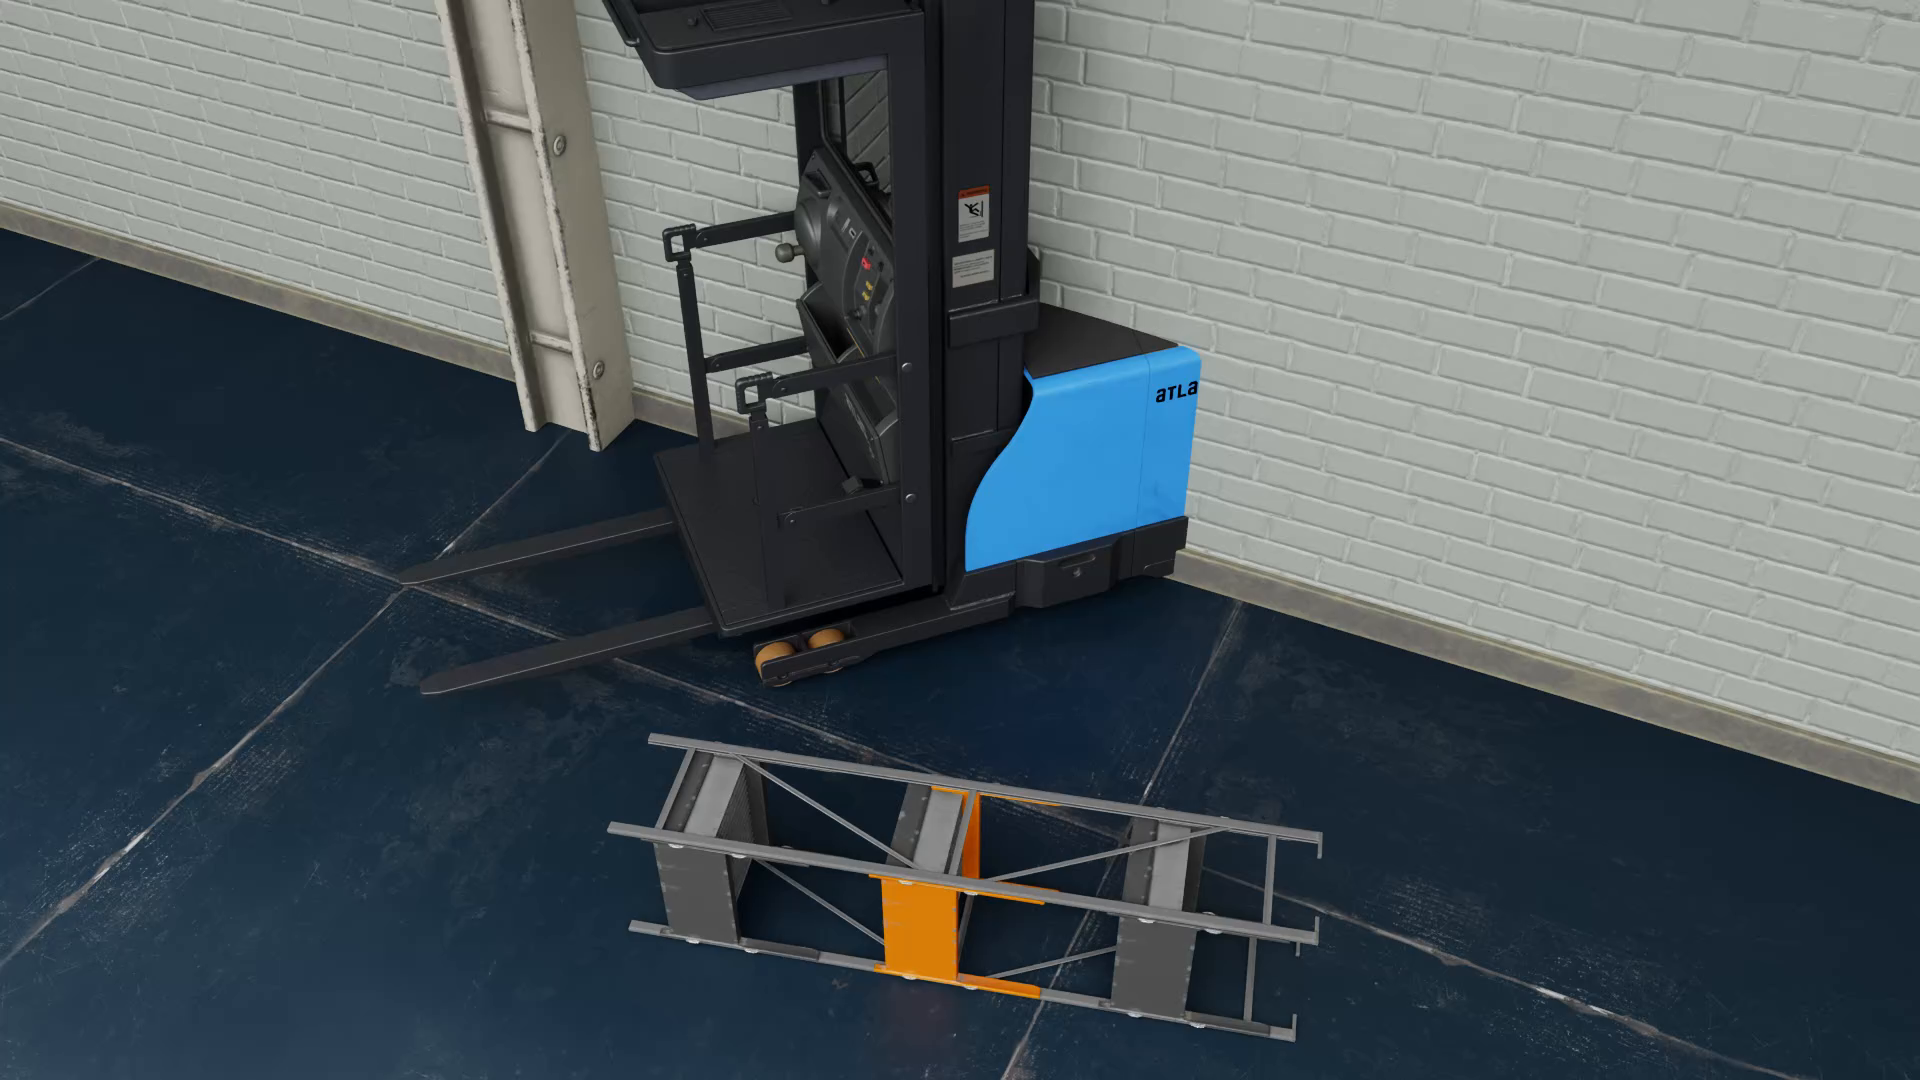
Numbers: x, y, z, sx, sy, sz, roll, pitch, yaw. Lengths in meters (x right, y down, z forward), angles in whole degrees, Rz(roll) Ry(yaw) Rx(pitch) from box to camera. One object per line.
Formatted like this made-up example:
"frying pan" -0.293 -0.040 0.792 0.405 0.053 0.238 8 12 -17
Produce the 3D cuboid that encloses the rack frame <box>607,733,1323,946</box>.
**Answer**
"rack frame" 0.014 0.875 4.973 2.100 0.015 0.400 7 41 8

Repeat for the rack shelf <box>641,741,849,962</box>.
"rack shelf" -0.660 0.974 5.232 0.518 0.480 0.431 7 41 8

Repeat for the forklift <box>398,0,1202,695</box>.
"forklift" -0.583 -0.961 5.621 3.031 2.935 1.130 -14 43 -16

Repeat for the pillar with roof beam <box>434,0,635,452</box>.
"pillar with roof beam" -3.491 -1.371 1.461 0.400 9.000 9.100 17 44 19

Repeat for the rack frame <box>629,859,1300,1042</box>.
"rack frame" 0.014 1.244 5.293 2.100 0.015 0.400 7 41 8

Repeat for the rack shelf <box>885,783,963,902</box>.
"rack shelf" -0.107 1.044 5.151 0.174 0.457 0.368 7 41 8

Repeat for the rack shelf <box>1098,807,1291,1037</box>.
"rack shelf" 0.715 1.149 5.030 0.518 0.480 0.431 7 41 8

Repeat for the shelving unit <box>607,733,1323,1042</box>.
"shelving unit" 0.014 1.060 5.133 2.100 0.503 0.431 7 41 8
